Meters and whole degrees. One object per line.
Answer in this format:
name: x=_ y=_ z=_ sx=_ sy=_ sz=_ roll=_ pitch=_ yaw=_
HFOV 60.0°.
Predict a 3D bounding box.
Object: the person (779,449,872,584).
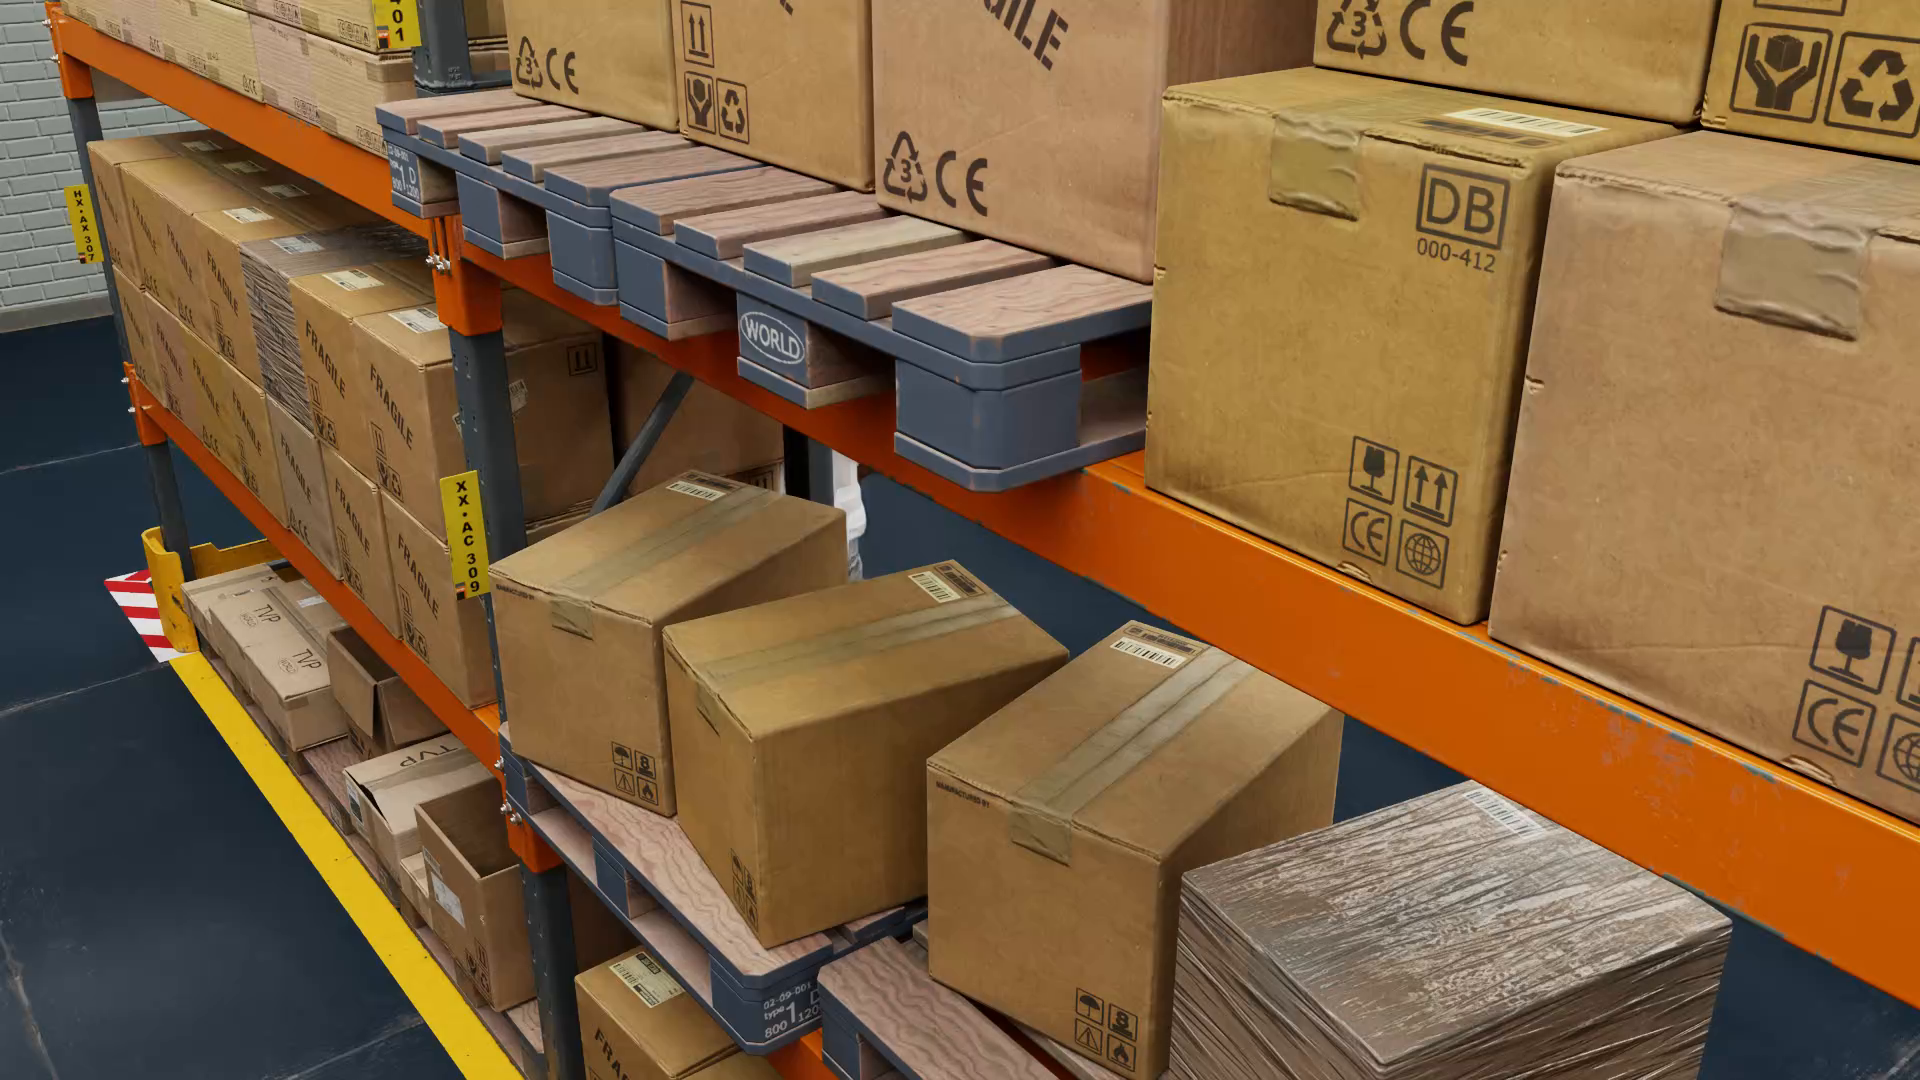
person: x=-0.626 y=-0.046 z=6.697 sx=0.646 sy=1.771 sz=0.509 roll=-17 pitch=29 yaw=-32
